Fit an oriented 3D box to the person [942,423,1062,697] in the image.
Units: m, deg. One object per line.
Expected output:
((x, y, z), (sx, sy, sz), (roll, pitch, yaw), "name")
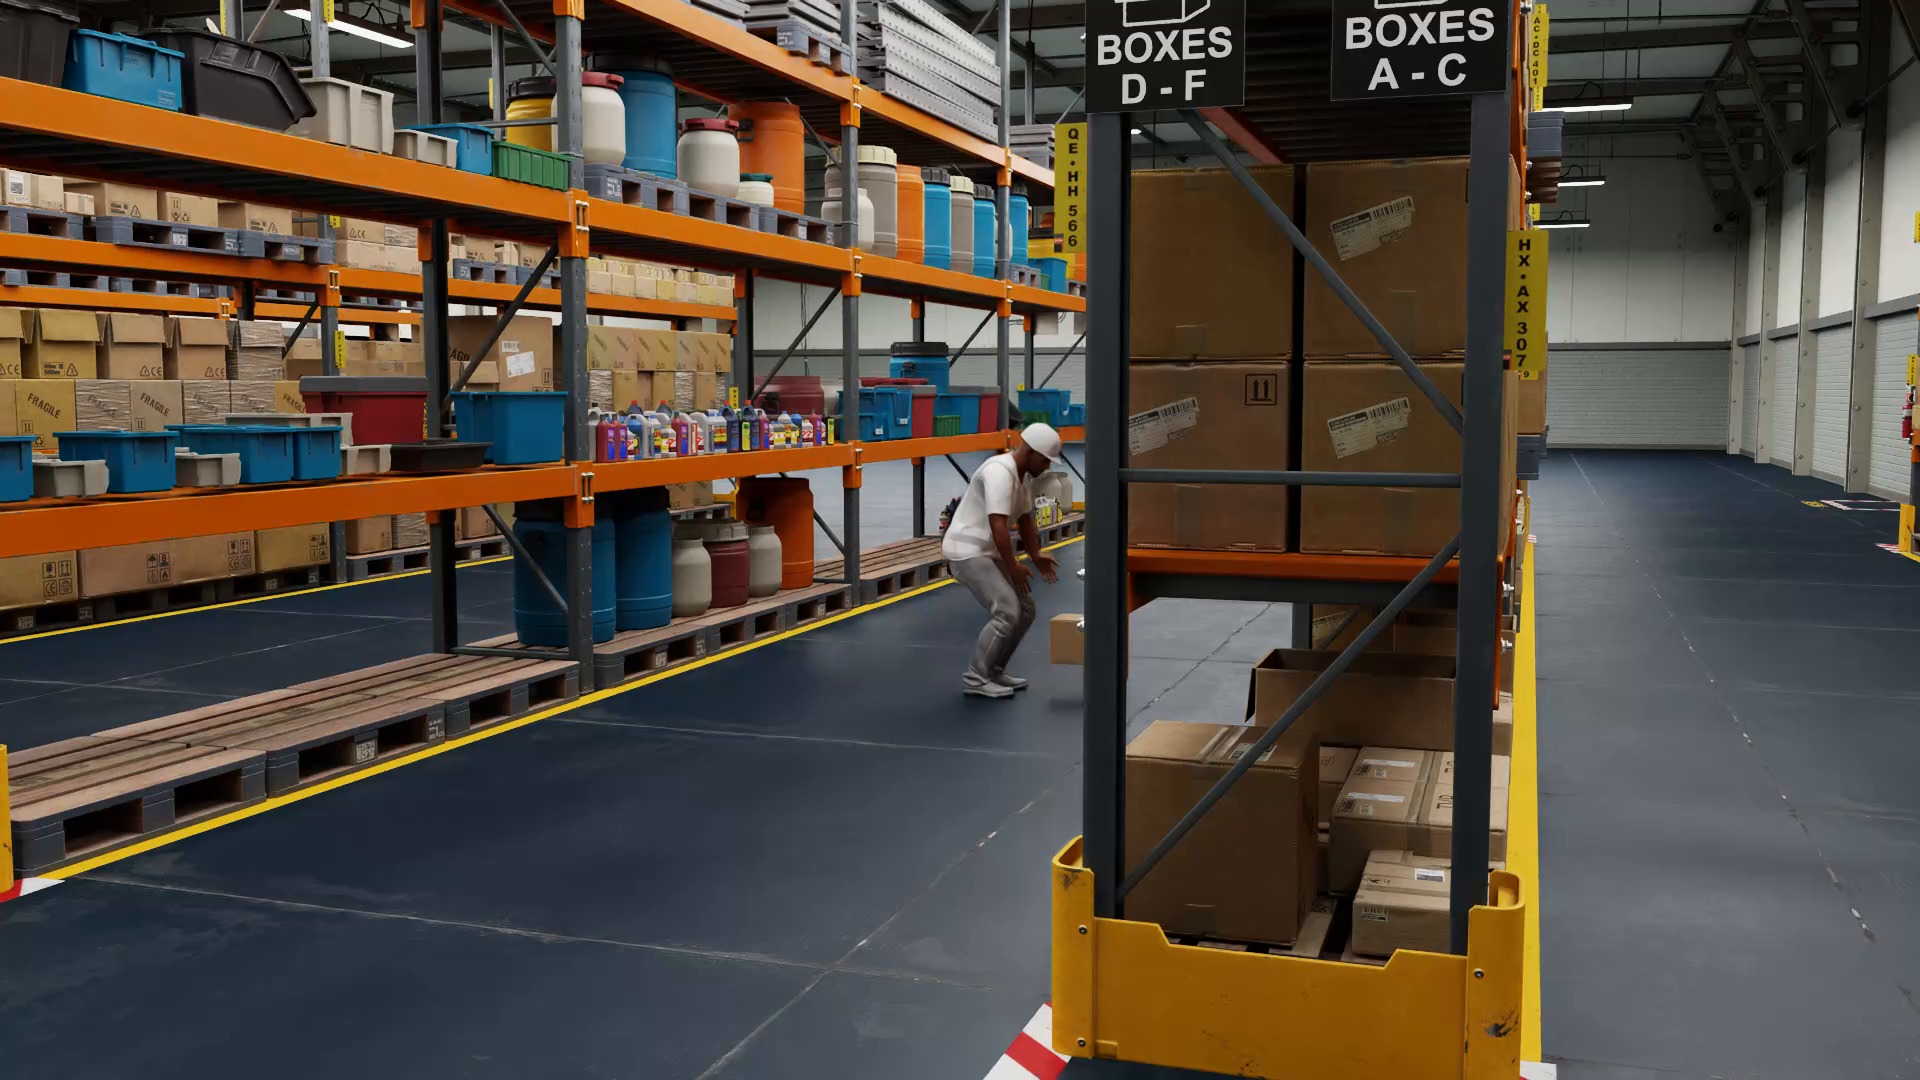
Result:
((0.254, 0.101, 9.497), (0.662, 1.543, 0.625), (2, 5, 19), "person")
